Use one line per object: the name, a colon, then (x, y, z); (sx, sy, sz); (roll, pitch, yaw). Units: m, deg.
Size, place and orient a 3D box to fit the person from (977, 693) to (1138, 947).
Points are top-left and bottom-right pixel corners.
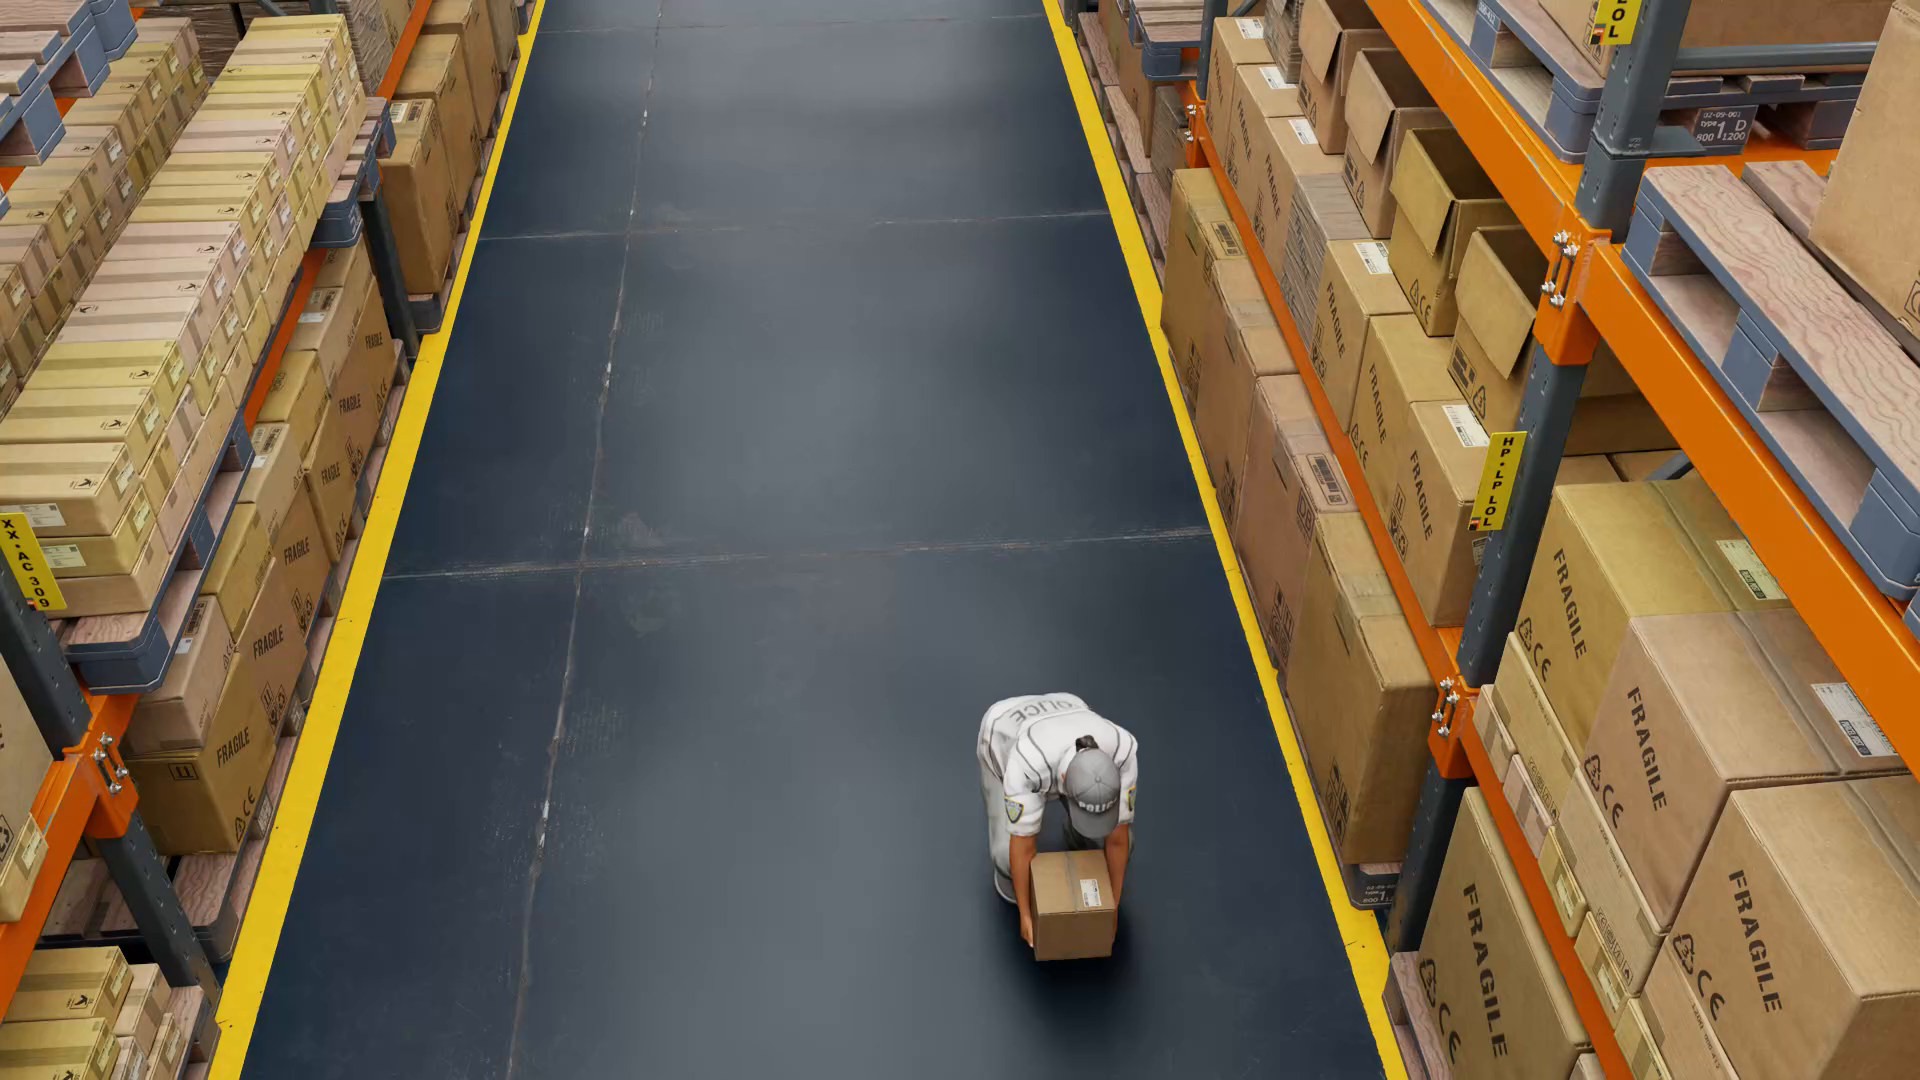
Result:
person: (0.335, 0.878, 5.659); (0.505, 0.950, 0.875); (-5, 40, -7)
